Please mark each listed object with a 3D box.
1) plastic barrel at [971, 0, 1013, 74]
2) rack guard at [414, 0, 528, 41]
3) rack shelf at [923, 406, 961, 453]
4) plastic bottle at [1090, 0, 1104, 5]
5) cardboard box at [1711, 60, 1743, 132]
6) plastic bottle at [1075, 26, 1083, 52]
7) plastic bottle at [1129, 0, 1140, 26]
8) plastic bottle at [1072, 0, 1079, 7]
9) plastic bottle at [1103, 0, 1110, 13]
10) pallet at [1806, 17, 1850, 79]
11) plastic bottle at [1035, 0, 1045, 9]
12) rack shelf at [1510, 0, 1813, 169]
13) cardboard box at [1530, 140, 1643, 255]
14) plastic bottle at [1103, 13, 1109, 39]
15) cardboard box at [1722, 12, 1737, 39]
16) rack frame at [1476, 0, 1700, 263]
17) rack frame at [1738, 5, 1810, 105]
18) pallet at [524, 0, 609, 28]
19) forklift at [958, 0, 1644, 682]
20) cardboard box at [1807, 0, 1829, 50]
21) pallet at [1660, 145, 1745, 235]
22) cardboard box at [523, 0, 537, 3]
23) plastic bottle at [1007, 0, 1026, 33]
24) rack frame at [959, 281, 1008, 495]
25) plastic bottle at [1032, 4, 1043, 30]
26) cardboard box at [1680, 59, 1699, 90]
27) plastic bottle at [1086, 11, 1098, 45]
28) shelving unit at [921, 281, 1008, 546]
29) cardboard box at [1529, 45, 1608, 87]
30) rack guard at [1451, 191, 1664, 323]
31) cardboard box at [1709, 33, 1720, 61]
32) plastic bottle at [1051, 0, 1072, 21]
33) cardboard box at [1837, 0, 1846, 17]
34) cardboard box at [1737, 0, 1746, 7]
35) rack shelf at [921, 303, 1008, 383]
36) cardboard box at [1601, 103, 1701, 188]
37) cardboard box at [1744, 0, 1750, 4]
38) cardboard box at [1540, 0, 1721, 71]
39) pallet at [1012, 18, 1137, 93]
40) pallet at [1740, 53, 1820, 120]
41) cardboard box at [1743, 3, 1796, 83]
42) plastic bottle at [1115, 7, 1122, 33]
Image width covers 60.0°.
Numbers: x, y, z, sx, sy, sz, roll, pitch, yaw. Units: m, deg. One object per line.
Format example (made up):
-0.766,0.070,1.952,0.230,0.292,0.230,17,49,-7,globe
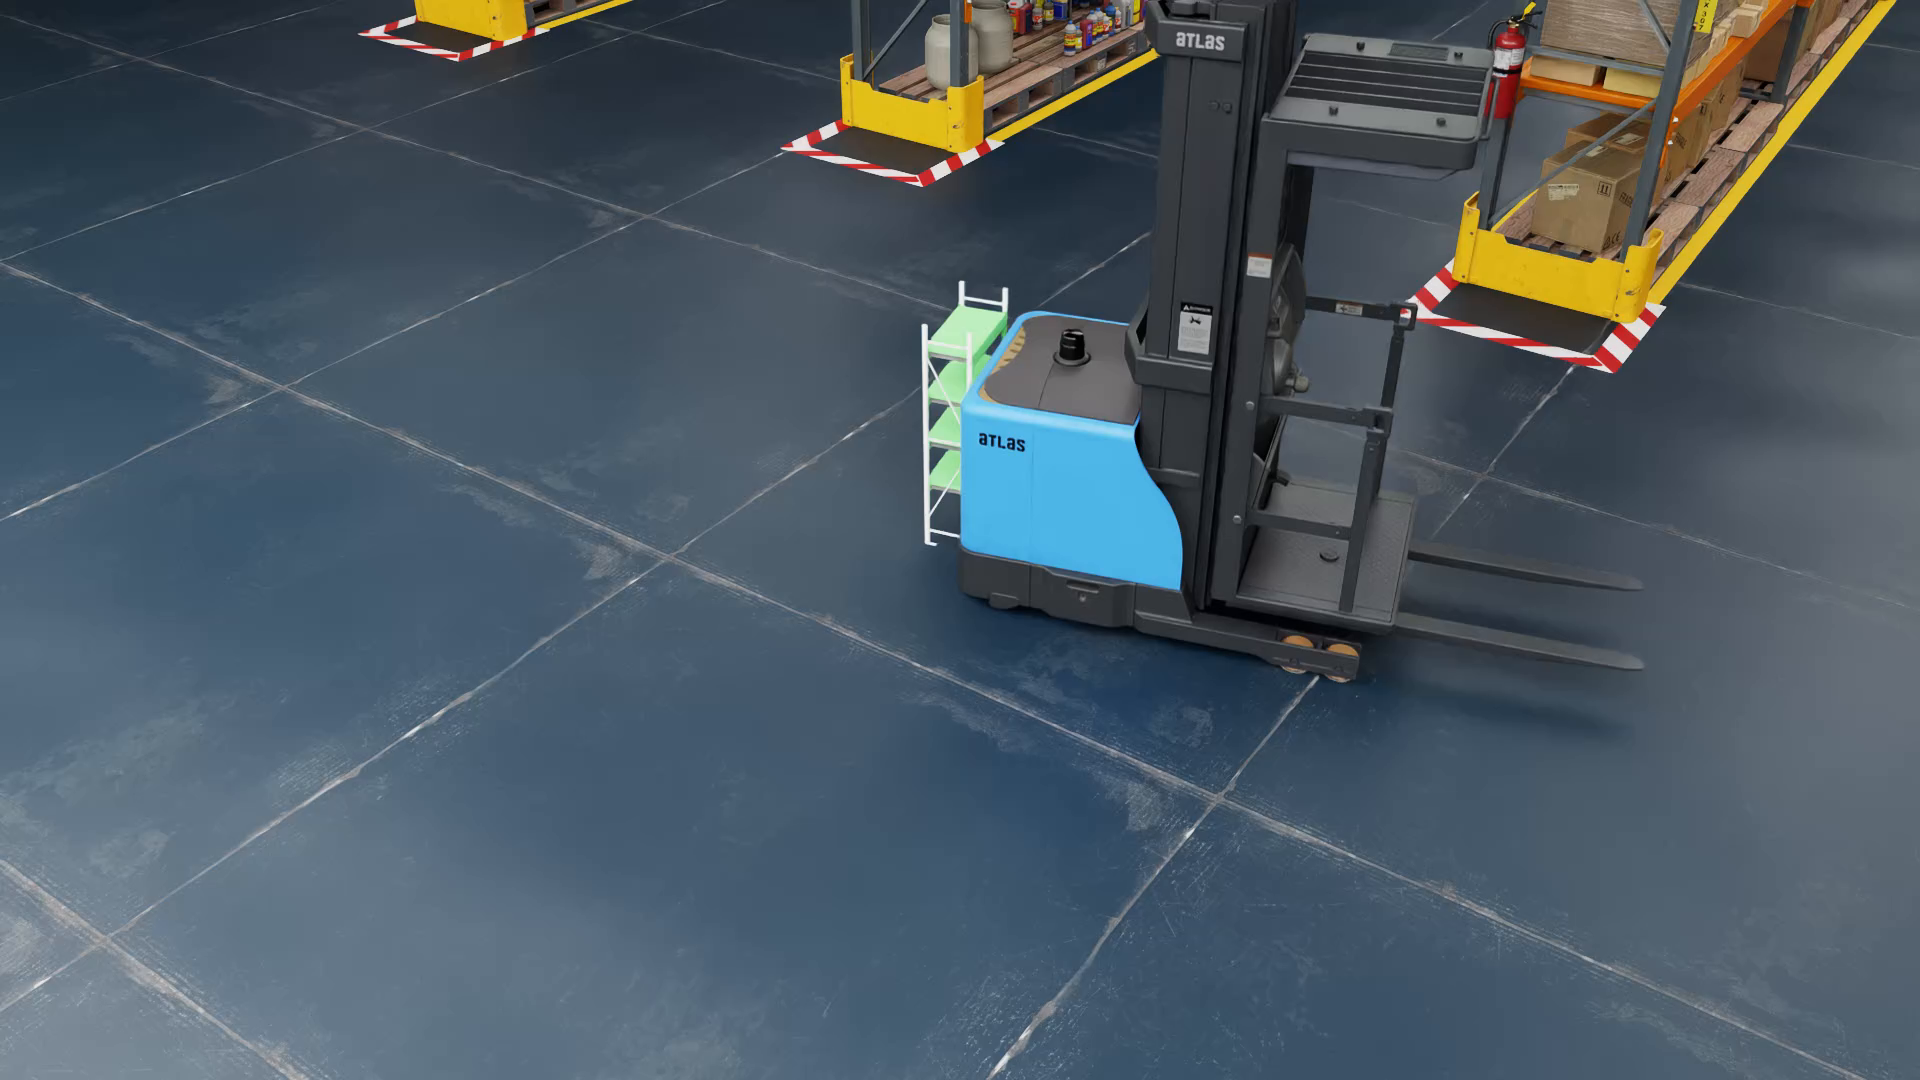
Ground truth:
0.220,-4.073,13.441,0.421,0.512,0.421,0,34,0,plastic barrel
-4.459,-4.909,15.063,1.175,0.500,0.348,21,39,28,rack guard
0.027,-0.533,8.081,0.258,0.148,0.480,12,36,17,rack shelf
1.220,-5.012,14.956,0.144,0.351,0.185,21,39,28,plastic bottle
5.390,-3.332,12.356,0.500,0.500,0.500,-23,40,-30,cardboard box
0.971,-4.177,13.855,0.097,0.201,0.097,0,34,0,plastic bottle
1.478,-4.672,14.453,0.144,0.351,0.185,21,39,28,plastic bottle
0.994,-4.972,14.896,0.144,0.351,0.185,20,39,26,plastic bottle
1.295,-4.604,14.413,0.061,0.283,0.133,21,39,28,plastic bottle
7.109,-4.398,14.565,1.003,0.211,1.213,21,39,28,pallet
0.645,-4.690,14.480,0.144,0.351,0.185,23,40,30,plastic bottle
4.831,-3.412,11.260,1.077,0.370,4.000,21,39,28,rack shelf
4.060,-2.210,10.697,0.500,0.500,0.500,-29,43,-35,cardboard box
1.220,-4.379,14.153,0.097,0.201,0.097,0,34,0,plastic bottle
4.756,-3.318,10.703,0.380,0.149,0.250,21,39,28,cardboard box
3.691,-2.790,9.698,1.000,3.000,0.127,21,39,28,rack frame
5.971,-4.631,12.420,1.000,3.000,0.127,21,39,28,rack frame
-4.044,-5.166,15.700,1.003,0.211,1.213,21,39,28,pallet
1.564,-0.924,7.000,3.031,2.935,1.130,10,35,15,forklift
6.945,-4.524,14.101,0.700,0.500,0.500,18,38,24,cardboard box
4.922,-2.591,11.893,1.003,0.211,1.213,21,39,28,pallet
-3.957,-5.166,15.292,0.500,0.250,0.500,21,39,28,cardboard box
0.475,-4.518,14.292,0.152,0.276,0.135,22,40,29,plastic bottle
0.112,-0.714,8.234,0.240,1.200,0.015,12,36,17,rack frame
0.667,-4.520,14.361,0.097,0.201,0.097,0,34,0,plastic bottle
4.207,-2.850,10.010,0.380,0.149,0.250,21,39,28,cardboard box
1.107,-4.316,13.998,0.097,0.271,0.097,0,34,0,plastic bottle
0.027,-0.586,8.045,0.258,1.200,0.503,12,36,17,shelving unit
3.684,-2.883,10.059,0.380,0.149,0.250,21,39,28,cardboard box
3.734,-1.789,10.449,1.175,0.500,0.348,21,39,28,rack guard
4.488,-3.082,10.353,0.380,0.149,0.250,21,39,28,cardboard box
0.887,-4.709,14.575,0.152,0.276,0.135,21,39,28,plastic bottle
7.581,-5.044,14.870,0.700,0.500,0.500,18,38,24,cardboard box
4.829,-3.910,10.999,0.875,0.500,0.500,21,39,28,cardboard box
0.027,-0.930,7.812,0.258,0.148,0.480,12,36,17,rack shelf
4.746,-2.778,11.537,0.500,0.500,0.500,25,42,32,cardboard box
5.018,-3.557,11.057,0.380,0.149,0.250,21,39,28,cardboard box
4.027,-3.199,9.948,0.875,0.500,0.500,21,39,28,cardboard box
0.790,-4.198,14.269,1.003,0.211,1.213,21,39,28,pallet
6.414,-3.834,13.731,1.003,0.211,1.213,21,39,28,pallet
6.339,-4.053,13.404,0.700,0.500,0.500,18,38,25,cardboard box
1.338,-4.474,14.293,0.097,0.201,0.097,0,34,0,plastic bottle
